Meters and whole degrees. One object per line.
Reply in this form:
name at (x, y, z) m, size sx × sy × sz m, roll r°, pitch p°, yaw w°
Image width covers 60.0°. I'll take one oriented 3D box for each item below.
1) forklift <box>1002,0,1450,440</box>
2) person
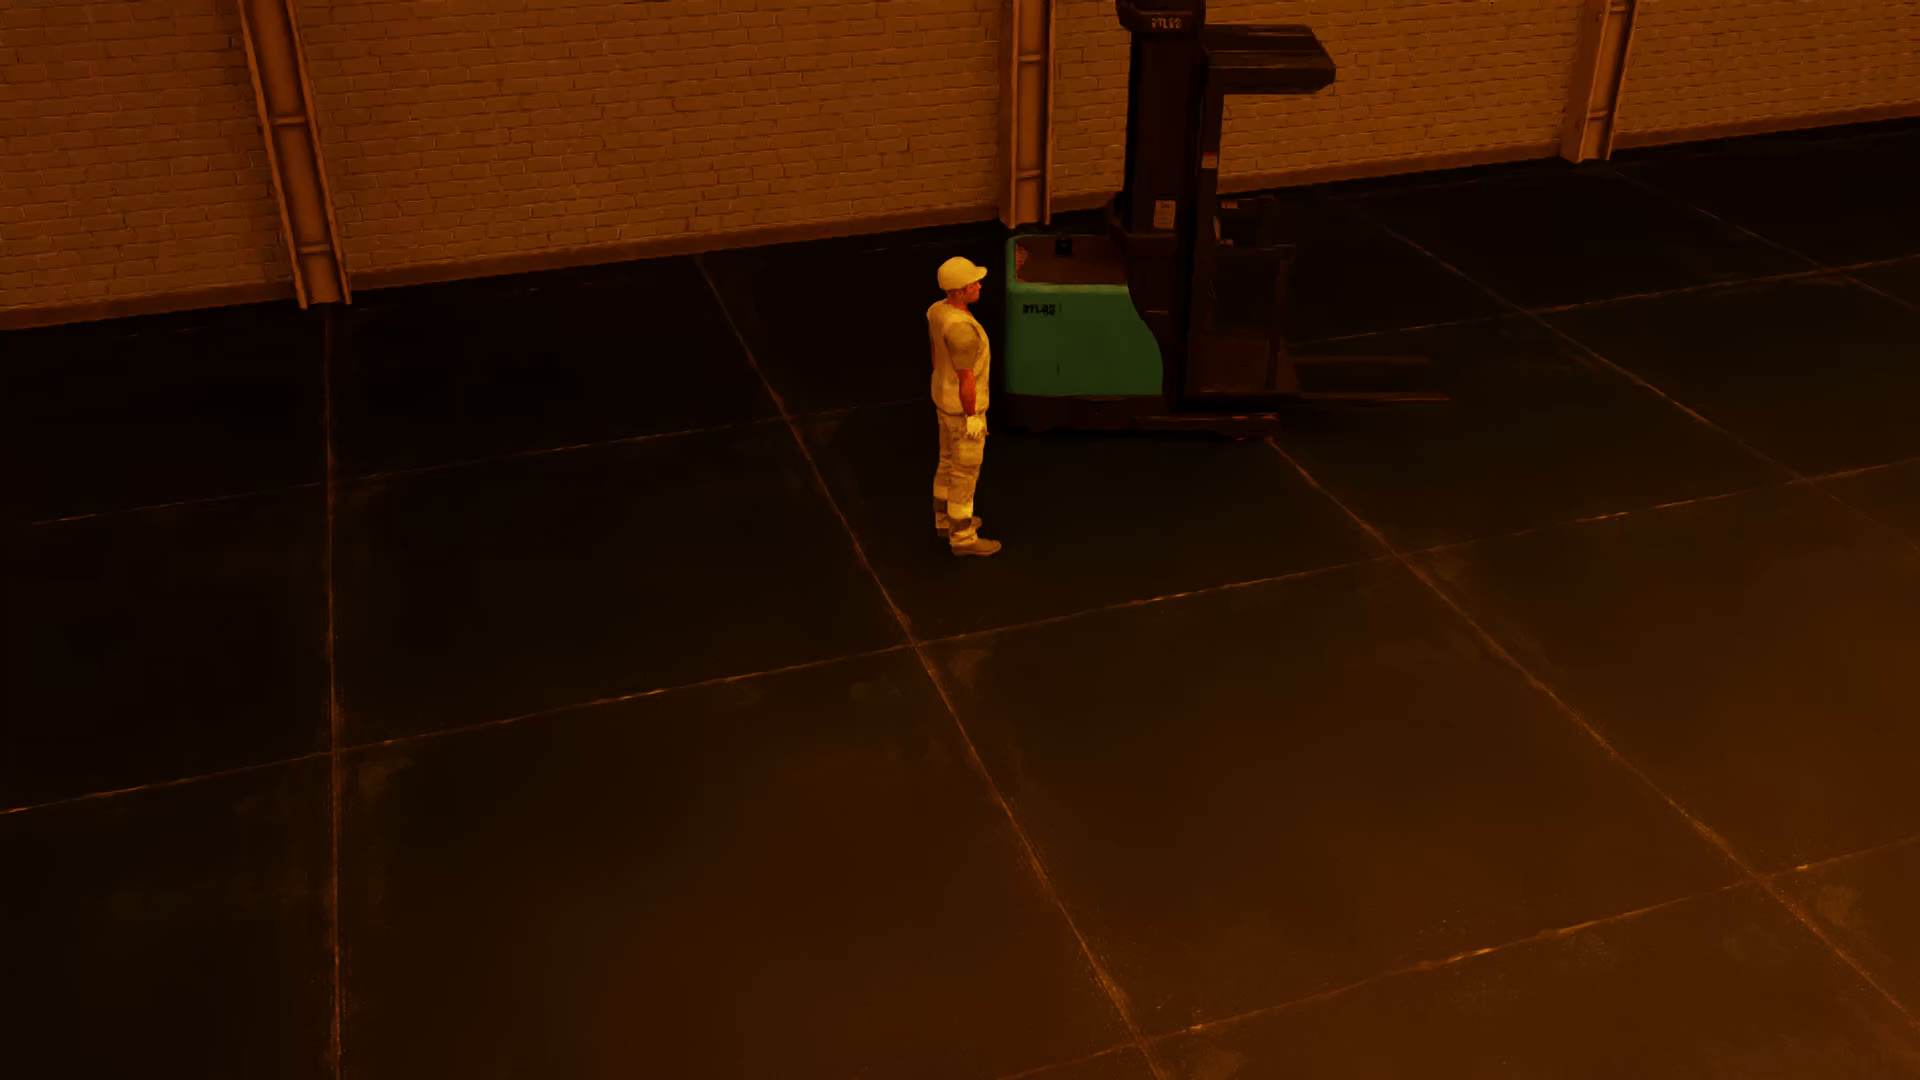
forklift at (1.808, -2.213, 10.933) m, size 3.031 × 2.935 × 1.130 m, roll 1°, pitch 30°, yaw 1°
person at (0.019, -0.780, 9.586) m, size 0.349 × 1.795 × 0.540 m, roll -10°, pitch 31°, yaw -16°
